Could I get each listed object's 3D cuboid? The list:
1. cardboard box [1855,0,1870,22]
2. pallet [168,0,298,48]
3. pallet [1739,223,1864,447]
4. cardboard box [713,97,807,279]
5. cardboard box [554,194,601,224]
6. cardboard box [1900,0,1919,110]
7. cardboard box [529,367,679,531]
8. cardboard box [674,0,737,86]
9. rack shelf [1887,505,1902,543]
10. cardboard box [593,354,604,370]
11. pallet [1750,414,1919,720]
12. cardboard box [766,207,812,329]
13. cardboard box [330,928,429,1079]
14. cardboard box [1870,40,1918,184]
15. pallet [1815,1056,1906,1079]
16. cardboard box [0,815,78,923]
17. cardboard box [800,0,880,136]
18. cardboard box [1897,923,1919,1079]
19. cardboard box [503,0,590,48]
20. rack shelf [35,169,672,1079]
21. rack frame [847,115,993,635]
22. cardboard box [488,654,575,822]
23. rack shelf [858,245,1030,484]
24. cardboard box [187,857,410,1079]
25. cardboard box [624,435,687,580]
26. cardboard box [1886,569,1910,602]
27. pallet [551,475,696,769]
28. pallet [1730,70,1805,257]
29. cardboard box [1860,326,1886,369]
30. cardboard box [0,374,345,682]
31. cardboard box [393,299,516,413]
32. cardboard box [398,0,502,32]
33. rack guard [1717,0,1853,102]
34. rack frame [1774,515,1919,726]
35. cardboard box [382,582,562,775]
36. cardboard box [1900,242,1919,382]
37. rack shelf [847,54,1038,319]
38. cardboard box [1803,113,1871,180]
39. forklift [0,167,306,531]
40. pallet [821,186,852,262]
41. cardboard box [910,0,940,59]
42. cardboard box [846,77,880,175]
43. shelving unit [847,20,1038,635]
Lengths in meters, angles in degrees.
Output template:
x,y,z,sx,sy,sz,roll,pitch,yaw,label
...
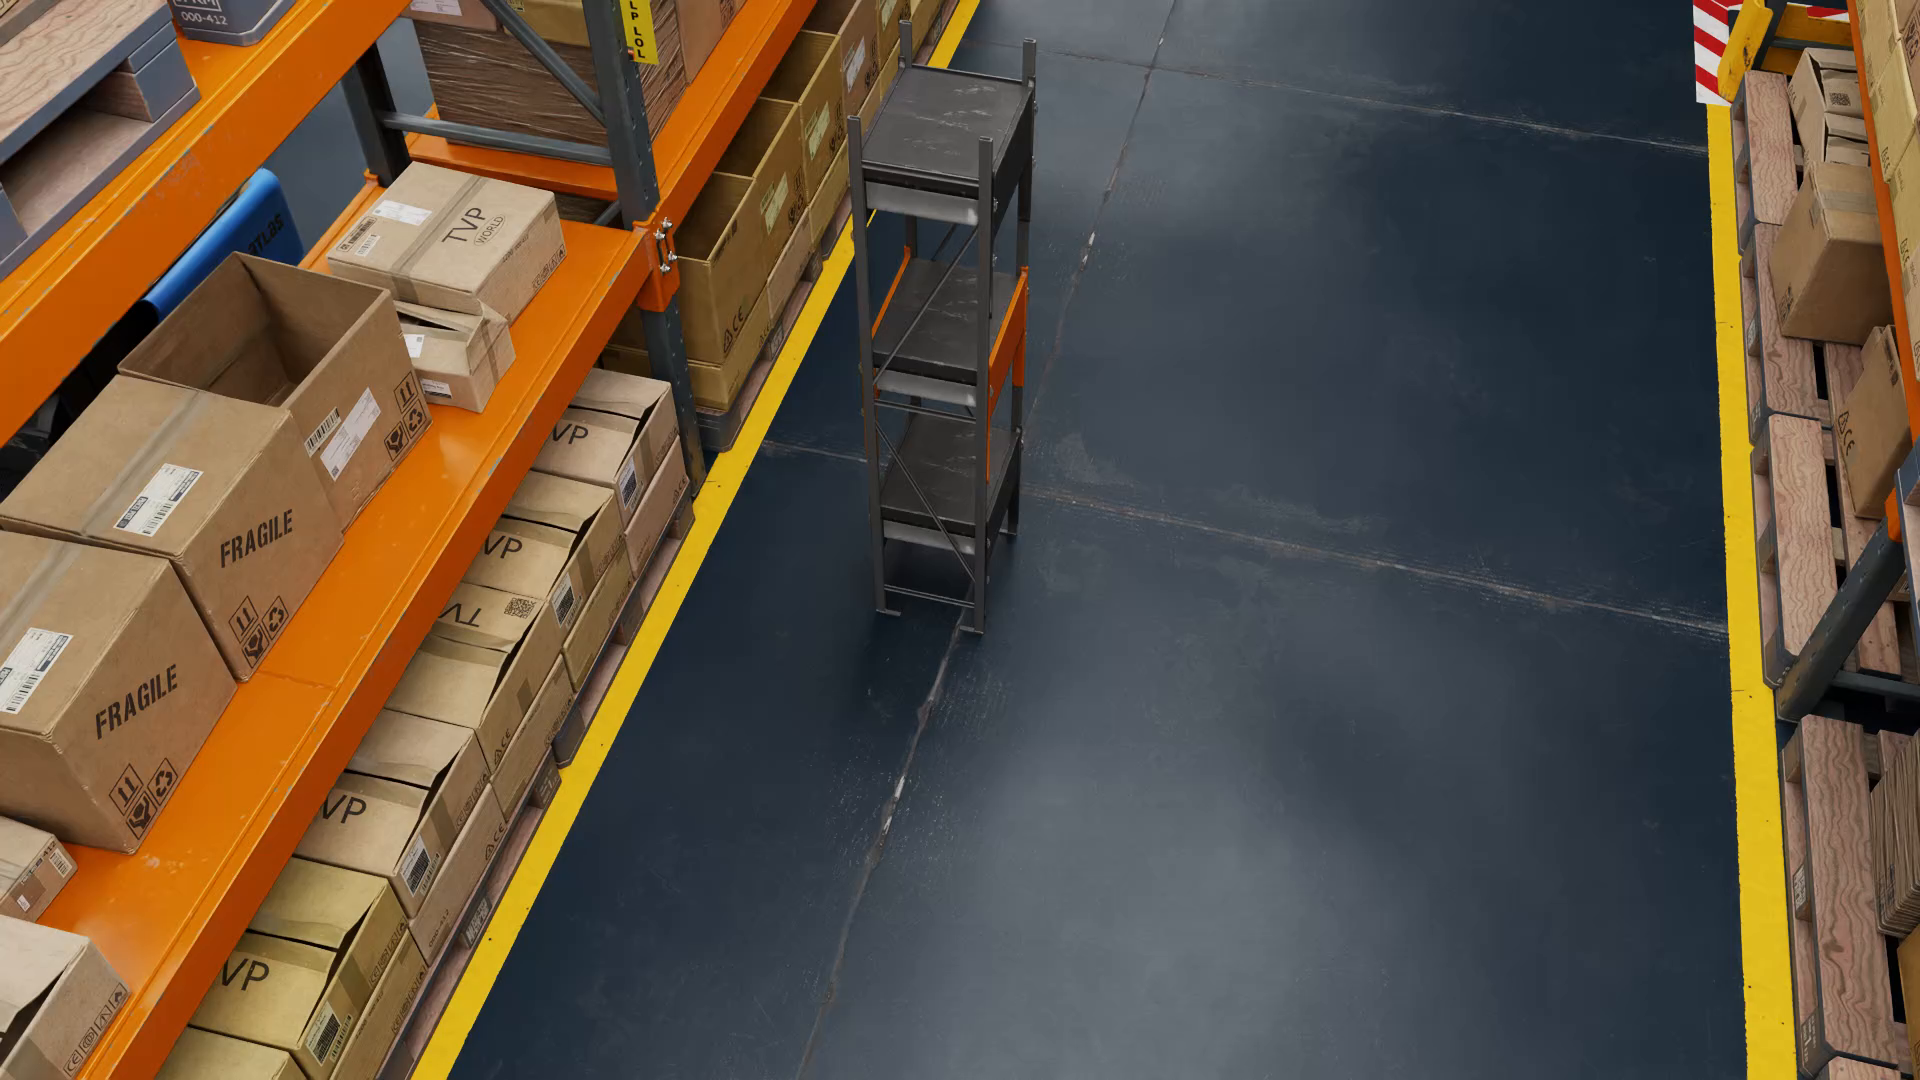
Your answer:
x,y,z,sx,sy,sz,roll,pitch,yaw,label
3.653,-2.133,6.218,0.500,0.250,0.500,11,49,9,cardboard box
-1.702,-1.582,3.773,0.805,0.209,1.217,10,49,9,pallet
3.760,-0.774,6.792,1.003,0.211,1.213,12,50,10,pallet
-0.934,-1.408,6.545,0.500,0.500,0.500,12,50,10,cardboard box
-1.428,-1.509,6.635,0.500,0.500,0.500,12,50,10,cardboard box
3.393,-1.651,5.293,0.500,0.500,0.500,10,49,9,cardboard box
-1.312,-0.359,5.746,0.500,0.311,0.500,12,50,10,cardboard box
-1.239,-2.032,5.976,0.700,0.500,0.500,11,50,10,cardboard box
2.771,1.366,3.524,1.077,0.370,4.000,12,50,10,rack shelf
-1.571,-0.901,6.599,0.500,0.250,0.500,12,50,10,cardboard box
3.440,0.111,6.011,1.003,0.211,1.213,12,50,10,pallet
-0.931,-1.159,6.826,0.500,0.250,0.500,12,50,10,cardboard box
-1.851,1.309,4.648,0.500,0.250,0.500,10,49,9,cardboard box
3.387,-1.404,5.575,0.500,0.250,0.500,11,50,10,cardboard box
2.775,2.053,4.297,1.003,0.211,1.213,12,50,10,pallet
-2.254,0.749,3.756,0.380,0.149,0.250,15,50,13,cardboard box
-0.665,-2.130,7.183,0.500,0.500,0.500,12,50,10,cardboard box
3.032,1.282,4.491,0.700,0.500,0.500,11,49,9,cardboard box
-1.225,-1.697,5.248,0.380,0.149,0.250,11,50,10,cardboard box
-2.009,0.391,4.384,1.077,0.370,4.000,12,50,10,rack shelf
-0.108,-0.399,5.201,0.400,2.100,0.015,12,50,10,rack frame
-1.581,0.570,5.300,0.500,0.250,0.500,13,50,11,cardboard box
-0.044,-0.566,5.367,0.431,0.518,0.480,12,50,10,rack shelf
-1.847,1.114,4.446,0.500,0.311,0.500,10,49,9,cardboard box
-1.312,-0.165,5.949,0.500,0.250,0.500,11,50,10,cardboard box
3.410,0.080,5.775,0.380,0.166,0.250,6,49,5,cardboard box
-1.639,0.170,5.959,1.003,0.211,1.213,12,50,10,pallet
4.083,-1.654,7.569,1.003,0.211,1.213,12,50,10,pallet
3.738,-0.674,6.452,0.380,0.149,0.250,8,49,7,cardboard box
-1.971,-0.031,4.210,0.500,0.500,0.500,12,50,10,cardboard box
-1.537,-0.577,4.848,0.396,0.266,0.258,10,49,9,cardboard box
-1.617,-1.780,5.321,0.380,0.149,0.250,12,50,10,cardboard box
4.331,-2.330,7.973,1.175,0.500,0.348,12,50,10,rack guard
3.298,-0.319,4.531,1.000,3.000,0.127,12,50,10,rack frame
-1.577,0.379,5.094,0.500,0.311,0.500,11,50,10,cardboard box
3.130,-0.678,4.934,0.500,0.250,0.500,12,50,10,cardboard box
-0.044,-1.029,4.842,0.431,0.518,0.480,12,50,10,rack shelf
3.932,-1.573,7.137,0.500,0.311,0.500,15,50,13,cardboard box
-3.350,-0.641,4.861,1.130,2.935,3.031,12,50,11,forklift
-0.913,-1.823,7.718,1.003,0.211,1.213,12,50,10,pallet
-0.406,-2.606,8.103,0.500,0.250,0.500,12,50,10,cardboard box
-0.669,-1.882,7.464,0.500,0.250,0.500,12,50,10,cardboard box
-0.044,-0.575,5.357,0.431,2.100,0.503,12,50,10,shelving unit
